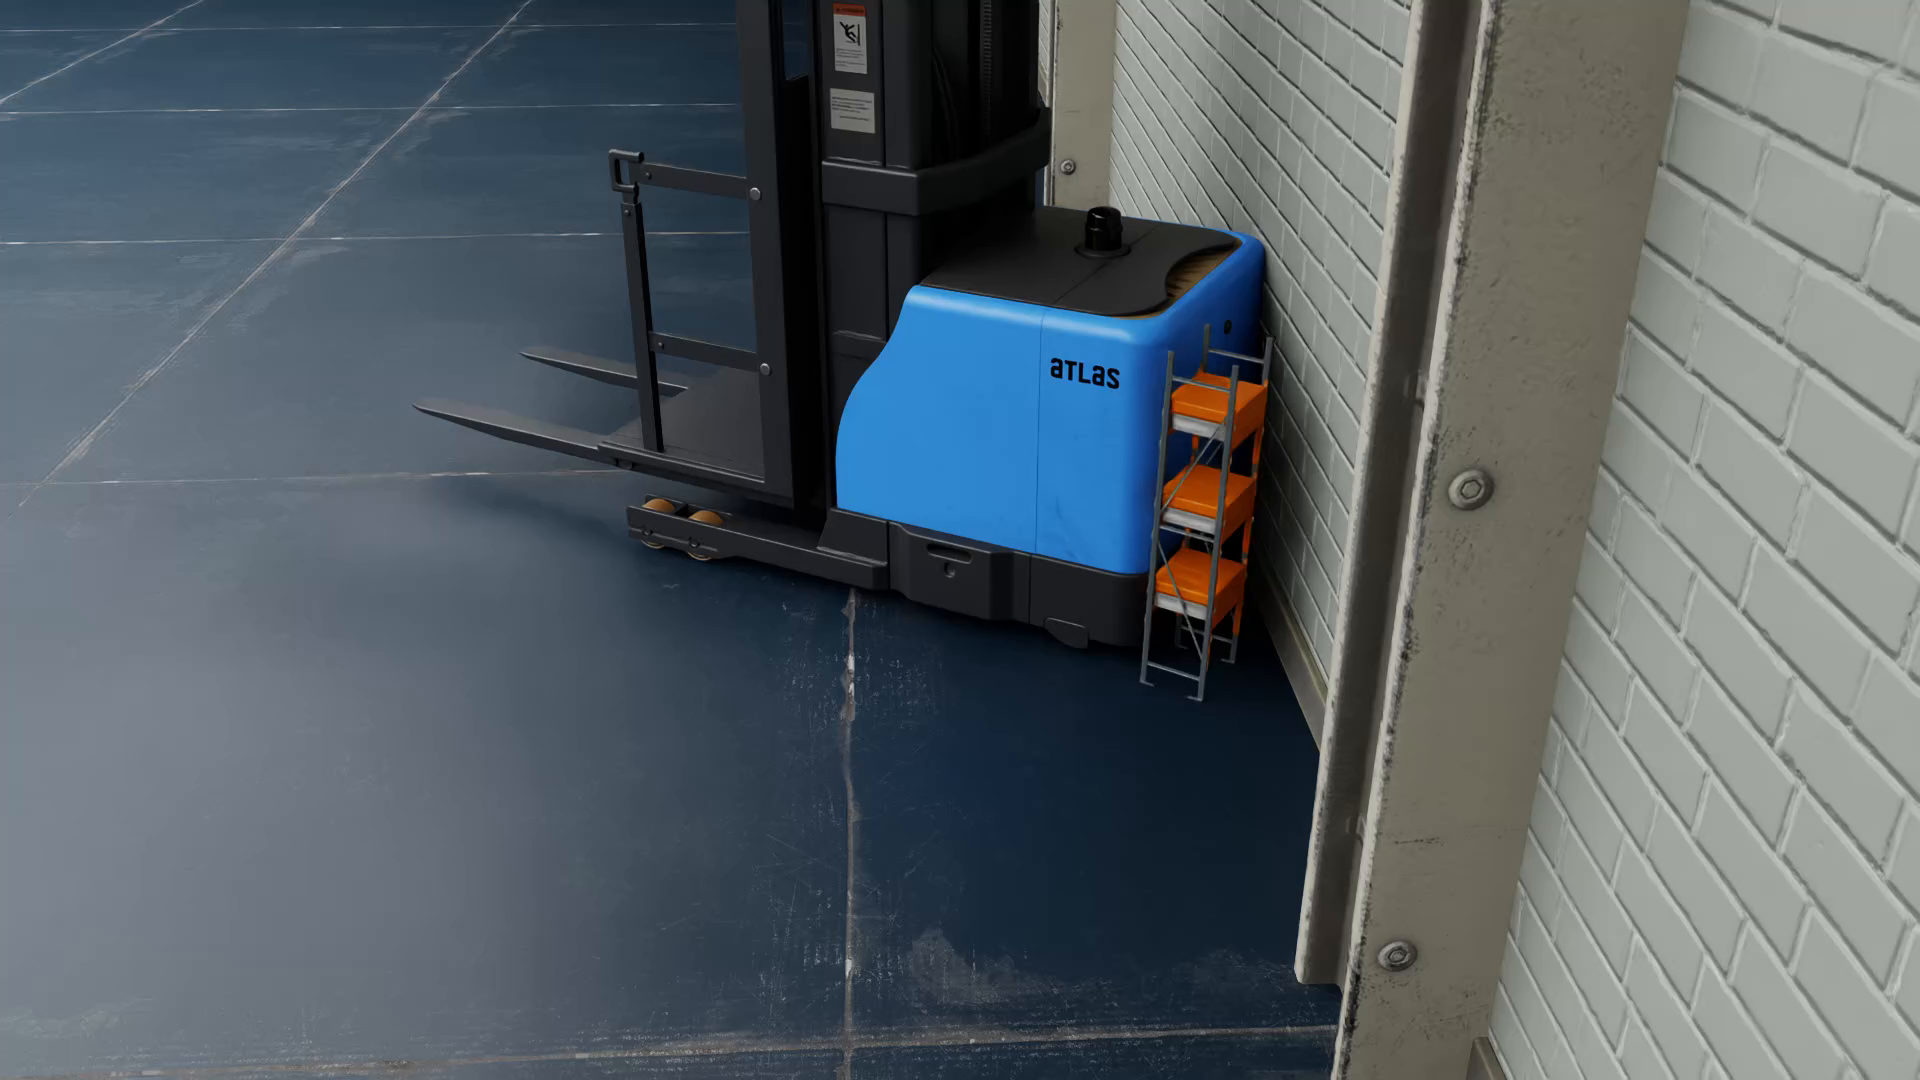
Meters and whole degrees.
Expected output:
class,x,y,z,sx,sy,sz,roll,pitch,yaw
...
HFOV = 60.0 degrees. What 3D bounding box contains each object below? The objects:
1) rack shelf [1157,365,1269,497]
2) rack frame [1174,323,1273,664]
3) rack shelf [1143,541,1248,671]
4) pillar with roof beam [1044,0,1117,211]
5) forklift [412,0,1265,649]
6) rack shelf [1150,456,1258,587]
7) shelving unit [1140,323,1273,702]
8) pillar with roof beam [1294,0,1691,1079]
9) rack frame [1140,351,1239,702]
class,x,y,z,sx,sy,sz,roll,pitch,yaw
rack shelf,0.700,-0.305,4.604,0.215,0.259,0.240,17,32,26
rack frame,0.756,-0.113,4.826,0.200,1.050,0.008,17,32,26
rack shelf,0.688,0.189,4.869,0.215,0.259,0.240,17,32,26
pillar with roof beam,-3.675,-5.580,6.719,9.100,9.000,0.400,-1,28,-3
forklift,-0.562,-1.432,5.325,3.031,2.935,1.130,13,30,24
rack shelf,0.694,-0.055,4.738,0.215,0.259,0.240,17,32,26
shelving unit,0.694,-0.065,4.733,0.215,1.050,0.252,17,32,26
pillar with roof beam,-3.362,-2.810,1.406,9.100,9.000,0.400,-1,28,-3
rack frame,0.632,-0.016,4.640,0.200,1.050,0.008,17,32,26
